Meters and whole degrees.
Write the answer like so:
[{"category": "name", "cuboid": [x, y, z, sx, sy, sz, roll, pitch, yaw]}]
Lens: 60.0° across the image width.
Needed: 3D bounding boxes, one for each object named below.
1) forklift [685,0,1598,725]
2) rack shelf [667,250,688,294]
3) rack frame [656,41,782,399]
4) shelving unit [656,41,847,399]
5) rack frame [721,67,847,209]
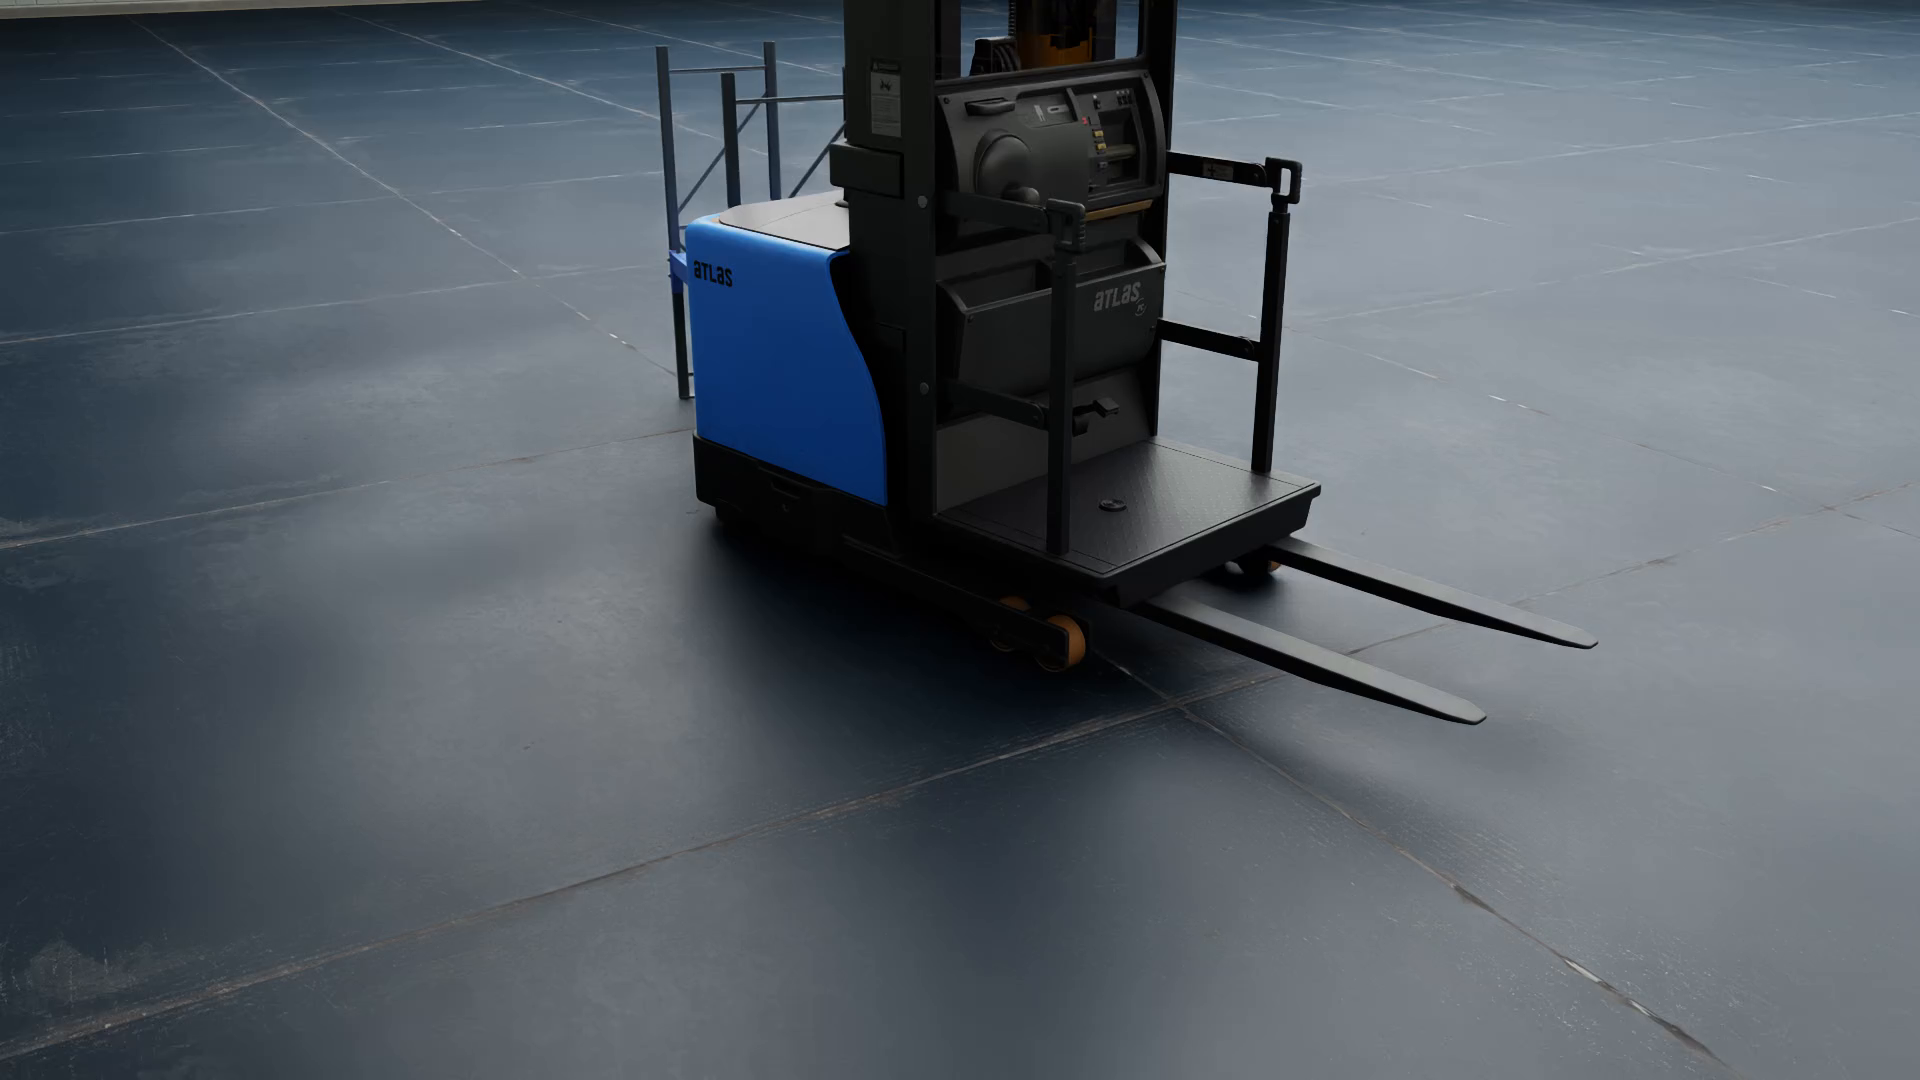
[{"category": "forklift", "cuboid": [0.442, -1.190, 4.848, 1.130, 2.935, 3.031, -21, 30, -41]}, {"category": "rack shelf", "cuboid": [-0.813, -1.015, 6.794, 0.538, 0.185, 1.000, -9, 24, -21]}, {"category": "rack frame", "cuboid": [-1.009, -1.358, 7.161, 0.500, 1.500, 0.032, -9, 24, -21]}, {"category": "shelving unit", "cuboid": [-0.813, -1.181, 6.726, 0.538, 1.500, 1.048, -9, 24, -21]}, {"category": "rack frame", "cuboid": [-0.618, -1.005, 6.292, 0.500, 1.500, 0.032, -9, 24, -21]}]
